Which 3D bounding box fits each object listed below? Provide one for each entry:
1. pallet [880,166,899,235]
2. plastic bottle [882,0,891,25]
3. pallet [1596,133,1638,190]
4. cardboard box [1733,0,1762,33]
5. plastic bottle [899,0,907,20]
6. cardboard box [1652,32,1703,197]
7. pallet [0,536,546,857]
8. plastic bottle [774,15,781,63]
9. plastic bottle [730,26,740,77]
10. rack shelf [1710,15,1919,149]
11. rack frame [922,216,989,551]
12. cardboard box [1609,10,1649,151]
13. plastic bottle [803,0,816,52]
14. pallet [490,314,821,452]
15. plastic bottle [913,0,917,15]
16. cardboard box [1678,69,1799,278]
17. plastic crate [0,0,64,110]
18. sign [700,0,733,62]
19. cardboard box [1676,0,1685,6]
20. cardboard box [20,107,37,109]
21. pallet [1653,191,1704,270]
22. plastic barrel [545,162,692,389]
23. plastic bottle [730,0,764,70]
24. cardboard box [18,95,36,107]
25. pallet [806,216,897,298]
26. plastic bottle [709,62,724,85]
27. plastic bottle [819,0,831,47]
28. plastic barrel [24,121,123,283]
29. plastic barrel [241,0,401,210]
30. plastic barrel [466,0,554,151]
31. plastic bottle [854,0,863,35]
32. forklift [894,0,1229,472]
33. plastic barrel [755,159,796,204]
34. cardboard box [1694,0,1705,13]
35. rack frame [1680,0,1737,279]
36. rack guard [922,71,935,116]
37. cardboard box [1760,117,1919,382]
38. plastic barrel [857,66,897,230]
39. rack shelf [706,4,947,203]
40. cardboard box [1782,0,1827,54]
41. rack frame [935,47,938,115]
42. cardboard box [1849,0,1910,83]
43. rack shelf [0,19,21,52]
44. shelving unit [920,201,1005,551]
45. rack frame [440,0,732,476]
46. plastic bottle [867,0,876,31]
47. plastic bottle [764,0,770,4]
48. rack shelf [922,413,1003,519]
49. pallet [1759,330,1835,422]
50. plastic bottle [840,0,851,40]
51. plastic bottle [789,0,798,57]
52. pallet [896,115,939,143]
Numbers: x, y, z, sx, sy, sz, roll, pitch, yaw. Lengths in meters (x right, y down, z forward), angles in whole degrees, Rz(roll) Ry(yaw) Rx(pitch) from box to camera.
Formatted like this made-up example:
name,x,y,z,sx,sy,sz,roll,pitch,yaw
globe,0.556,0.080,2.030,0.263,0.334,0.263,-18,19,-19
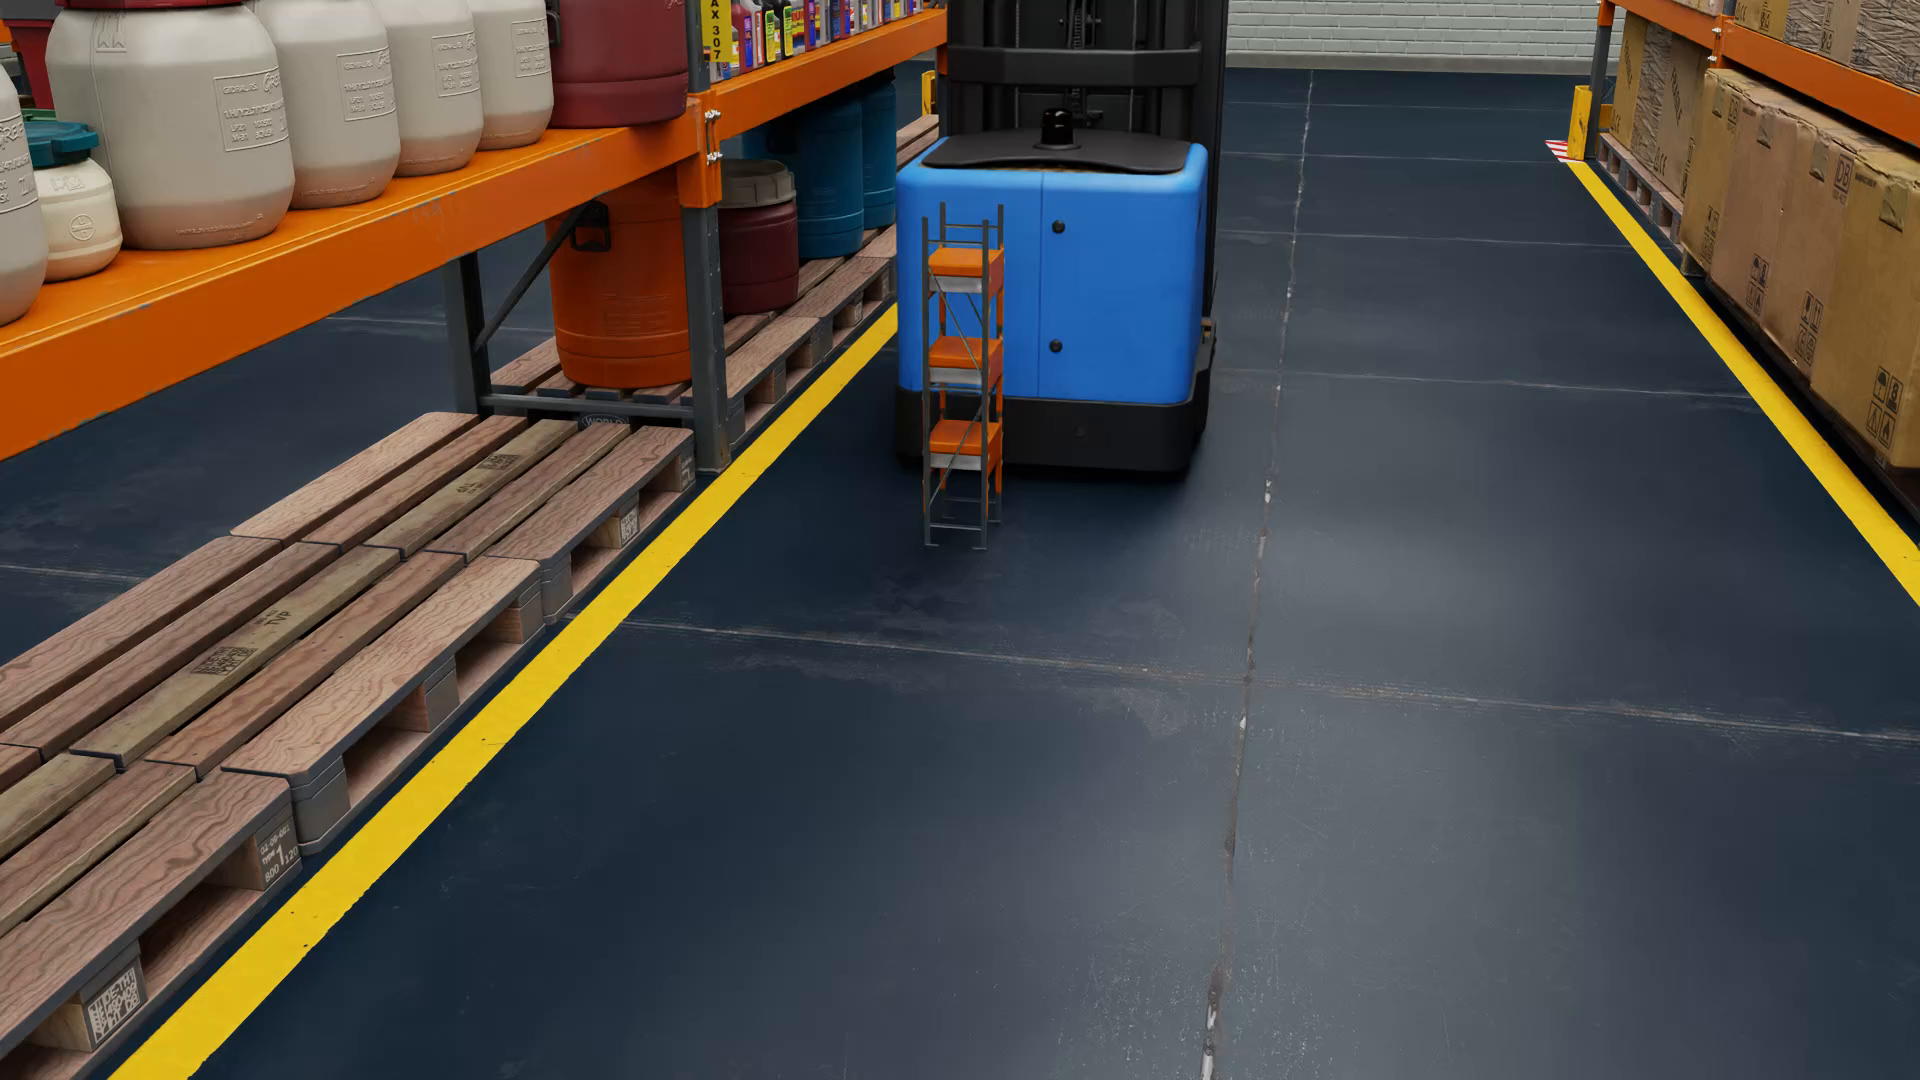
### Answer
name,x,y,z,sx,sy,sz,roll,pitch,yaw
pallet,-0.402,-2.121,10.338,1.003,0.211,1.213,4,22,11
plastic bottle,-0.419,-2.691,8.087,0.144,0.351,0.185,4,22,11
pallet,5.064,-2.636,11.617,1.003,0.211,1.213,4,22,11
cardboard box,3.996,-2.662,7.815,0.500,0.500,0.500,5,22,11
plastic bottle,-0.352,-2.783,8.414,0.152,0.276,0.135,4,22,11
cardboard box,4.731,-2.539,9.924,0.875,0.875,0.875,4,22,11
pallet,-1.777,0.339,4.230,1.003,0.211,1.213,4,22,11
plastic bottle,-0.753,-1.980,6.520,0.097,0.201,0.097,0,22,0
plastic bottle,-0.855,-1.797,6.067,0.097,0.201,0.097,0,22,0
rack shelf,3.927,-1.700,6.523,1.077,0.370,4.000,4,22,11
rack frame,-0.014,-0.462,5.095,0.200,1.050,0.008,4,22,11
cardboard box,5.099,-3.197,11.559,0.875,0.875,0.875,4,22,11
plastic bottle,-0.645,-2.179,6.904,0.061,0.283,0.133,4,22,11
pallet,-1.210,-0.678,6.754,1.003,0.211,1.213,4,22,11
plastic bottle,-0.275,-2.837,8.649,0.097,0.201,0.097,0,22,0
cardboard box,4.224,-1.739,7.938,1.225,0.875,0.875,5,22,11
plastic crate,-1.959,-1.142,4.088,0.402,0.464,0.583,4,22,11
sign,-0.790,-1.716,5.381,0.100,0.325,0.005,4,22,11
cardboard box,4.234,-3.067,9.291,0.380,0.149,0.250,5,22,12
cardboard box,-5.292,-2.184,9.518,0.500,0.500,0.500,5,22,11
pallet,4.567,-1.744,9.401,1.003,0.211,1.213,4,22,11
plastic barrel,-1.247,-1.048,6.284,0.600,0.830,0.708,4,22,11
plastic bottle,-0.831,-1.925,6.285,0.152,0.276,0.135,4,22,11
cardboard box,-5.700,-2.408,10.074,0.500,0.500,0.500,3,22,8
pallet,-0.712,-1.570,8.970,1.003,0.211,1.213,4,22,11
plastic bottle,-0.925,-1.756,5.864,0.152,0.276,0.135,4,22,11
plastic bottle,-0.642,-2.263,7.124,0.152,0.276,0.135,4,22,11
plastic barrel,-1.726,-0.625,3.076,0.301,0.262,0.301,0,22,0
plastic barrel,-1.498,-1.040,3.738,0.433,0.535,0.433,0,22,0
plastic barrel,-1.331,-1.339,4.514,0.421,0.512,0.421,0,22,0
plastic bottle,-0.530,-2.464,7.623,0.152,0.276,0.135,4,22,11
forklift,0.535,-2.113,6.676,1.130,2.935,3.031,4,22,9
plastic barrel,-0.989,-1.527,7.899,0.421,0.512,0.421,0,22,0
cardboard box,4.129,-2.880,8.825,0.380,0.149,0.250,5,22,12
rack frame,4.335,-2.765,8.204,1.000,3.000,0.127,4,22,11
rack guard,0.294,-3.456,13.265,1.175,0.500,0.348,4,22,11
cardboard box,3.869,-1.088,6.321,1.225,0.875,0.875,5,22,11
plastic barrel,-0.642,-2.167,8.965,0.600,0.901,0.708,4,22,11
rack shelf,-0.922,-2.078,7.460,1.077,0.370,4.000,4,22,11
cardboard box,3.792,-2.296,6.904,0.500,0.500,0.500,4,22,10
rack frame,0.302,-4.606,12.774,1.000,3.000,0.127,4,22,11
cardboard box,3.587,-1.920,5.972,0.500,0.500,0.500,4,22,9
rack shelf,-5.770,-2.457,8.401,1.077,0.370,4.000,4,22,11
shelving unit,0.011,-0.507,5.206,0.215,1.050,0.252,4,22,11
rack frame,-1.330,-1.680,5.510,1.000,3.000,0.127,4,22,11
plastic bottle,-0.483,-2.549,7.834,0.152,0.276,0.135,4,22,11
plastic bottle,-0.782,-2.318,7.161,0.144,0.351,0.185,4,22,11
rack shelf,0.011,-0.239,5.314,0.215,0.259,0.240,4,22,11
pallet,4.004,-0.736,6.899,1.003,0.211,1.213,4,22,11
plastic bottle,-0.533,-2.380,7.403,0.061,0.283,0.133,4,22,11
plastic bottle,-0.706,-2.097,6.716,0.097,0.271,0.097,0,22,0
pallet,0.096,-3.014,12.554,1.003,0.211,1.213,4,22,11
